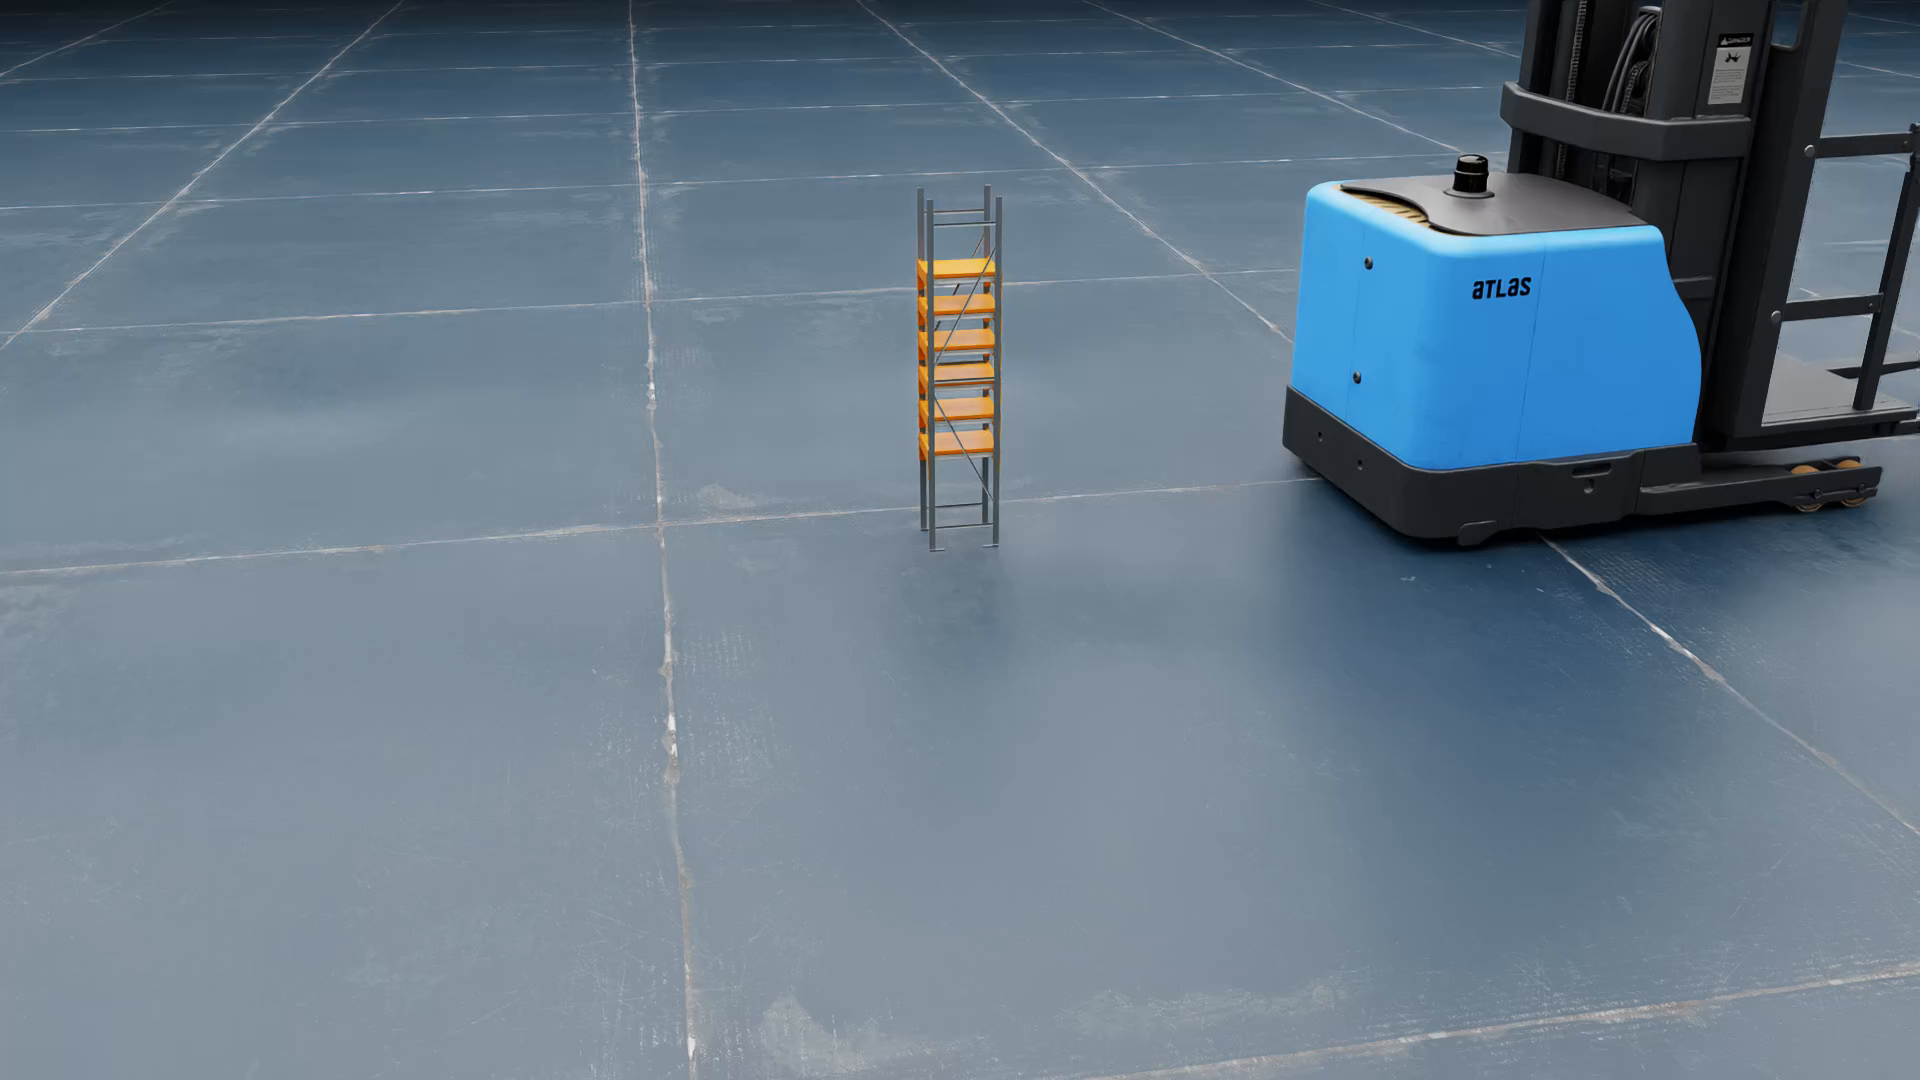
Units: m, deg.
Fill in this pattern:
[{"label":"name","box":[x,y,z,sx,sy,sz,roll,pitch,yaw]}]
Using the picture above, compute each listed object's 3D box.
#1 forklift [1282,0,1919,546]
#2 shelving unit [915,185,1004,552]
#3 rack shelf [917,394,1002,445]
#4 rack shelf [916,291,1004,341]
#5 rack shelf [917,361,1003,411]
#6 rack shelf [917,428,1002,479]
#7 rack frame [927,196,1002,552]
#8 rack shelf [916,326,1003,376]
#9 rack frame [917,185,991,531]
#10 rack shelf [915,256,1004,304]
[{"label":"forklift","box":[2.819,-1.638,5.839,3.031,2.935,1.130,-6,24,-15]},{"label":"shelving unit","box":[-0.003,-0.556,5.523,0.258,1.200,0.189,-4,24,-10]},{"label":"rack shelf","box":[-0.003,-0.405,5.589,0.258,0.103,0.180,-4,24,-10]},{"label":"rack shelf","box":[-0.003,-0.735,5.445,0.258,0.103,0.180,-4,24,-10]},{"label":"rack shelf","box":[-0.003,-0.515,5.541,0.258,0.103,0.180,-4,24,-10]},{"label":"rack shelf","box":[-0.003,-0.295,5.637,0.258,0.103,0.180,-4,24,-10]},{"label":"rack frame","box":[0.014,-0.520,5.440,0.240,1.200,0.006,-4,24,-10]},{"label":"rack shelf","box":[-0.003,-0.625,5.493,0.258,0.103,0.180,-4,24,-10]},{"label":"rack frame","box":[-0.020,-0.592,5.605,0.240,1.200,0.006,-4,24,-10]},{"label":"rack shelf","box":[-0.003,-0.845,5.397,0.258,0.103,0.180,-4,24,-10]}]
